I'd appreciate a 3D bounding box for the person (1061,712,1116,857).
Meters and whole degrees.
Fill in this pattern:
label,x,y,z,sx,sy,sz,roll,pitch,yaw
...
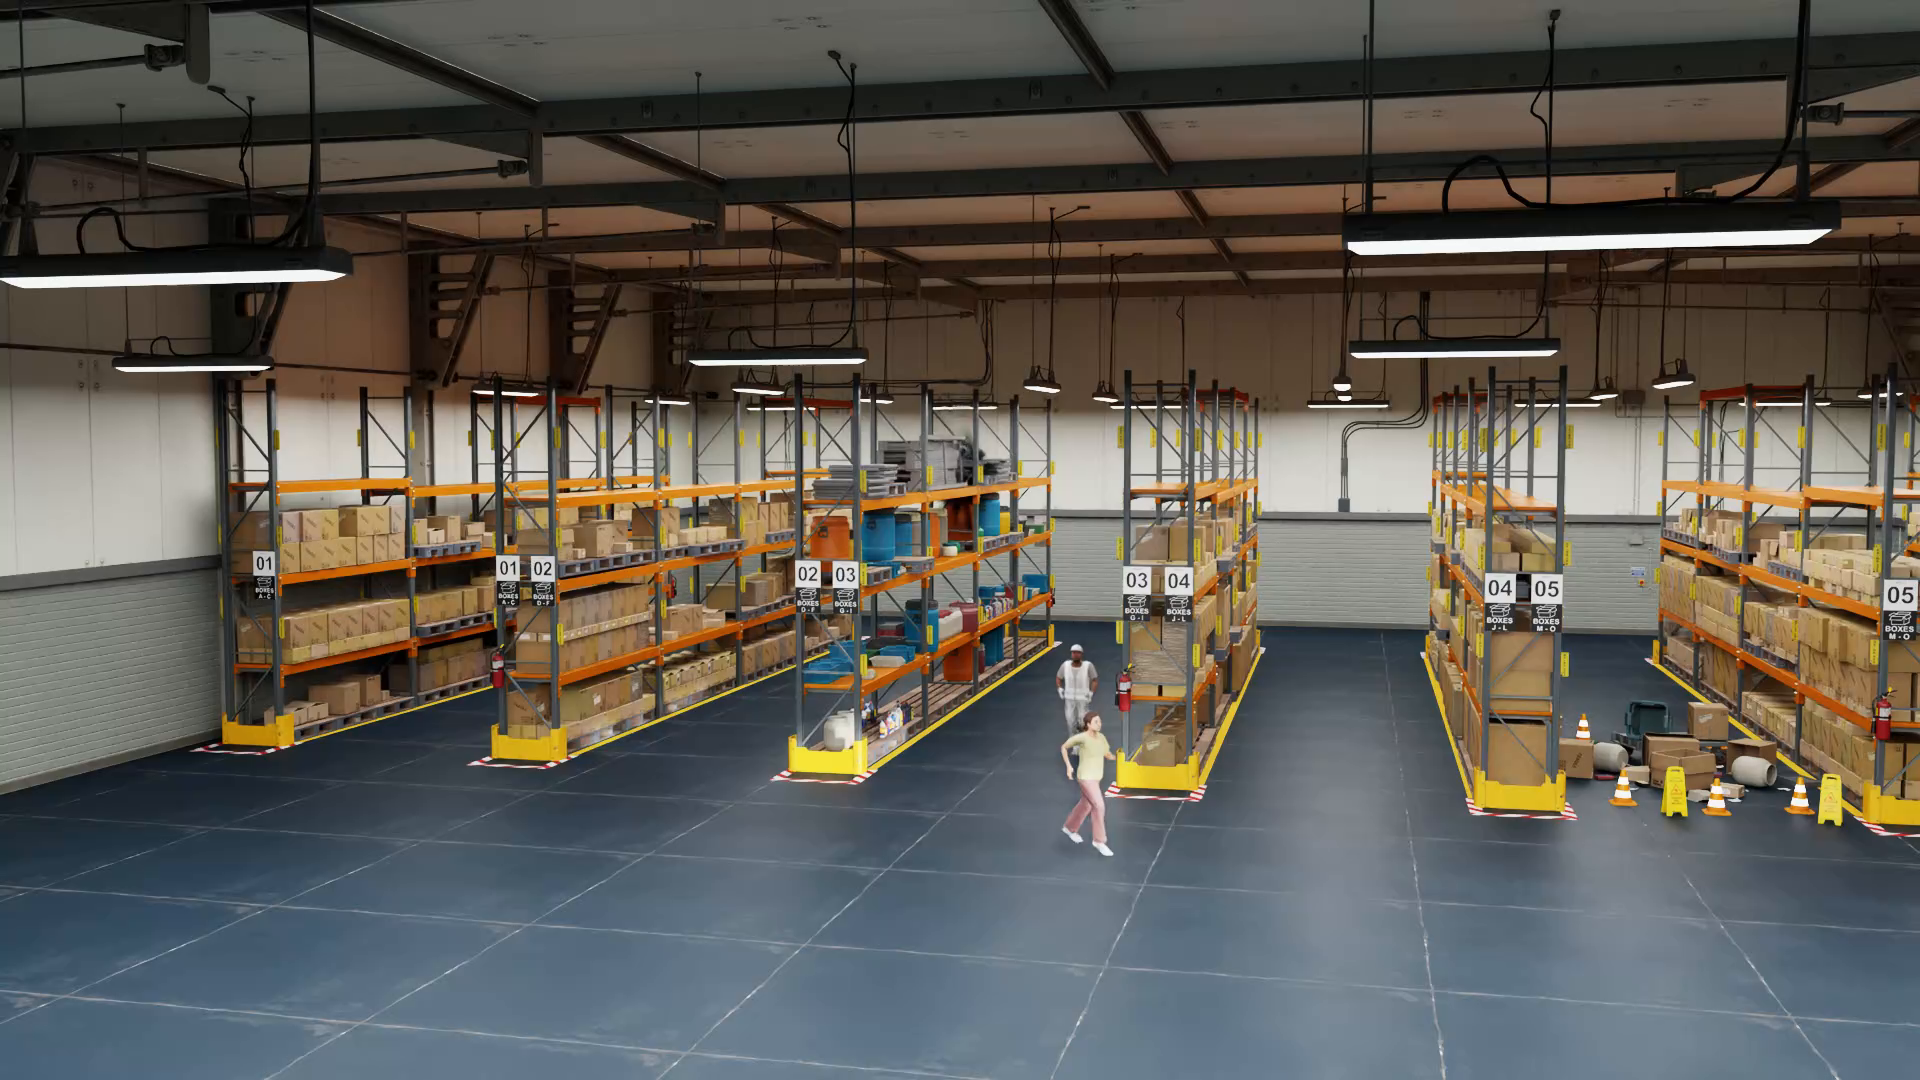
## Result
label,x,y,z,sx,sy,sz,roll,pitch,yaw
person,1.562,2.937,20.285,0.843,1.715,0.548,3,5,43

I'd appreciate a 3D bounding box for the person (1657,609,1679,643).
label,x,y,z,sx,sy,sz,roll,pitch,yaw
person,16.471,1.850,38.489,0.648,1.674,0.684,3,4,37

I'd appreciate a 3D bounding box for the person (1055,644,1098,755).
label,x,y,z,sx,sy,sz,roll,pitch,yaw
person,1.859,2.533,26.598,0.687,1.745,0.595,1,4,14
